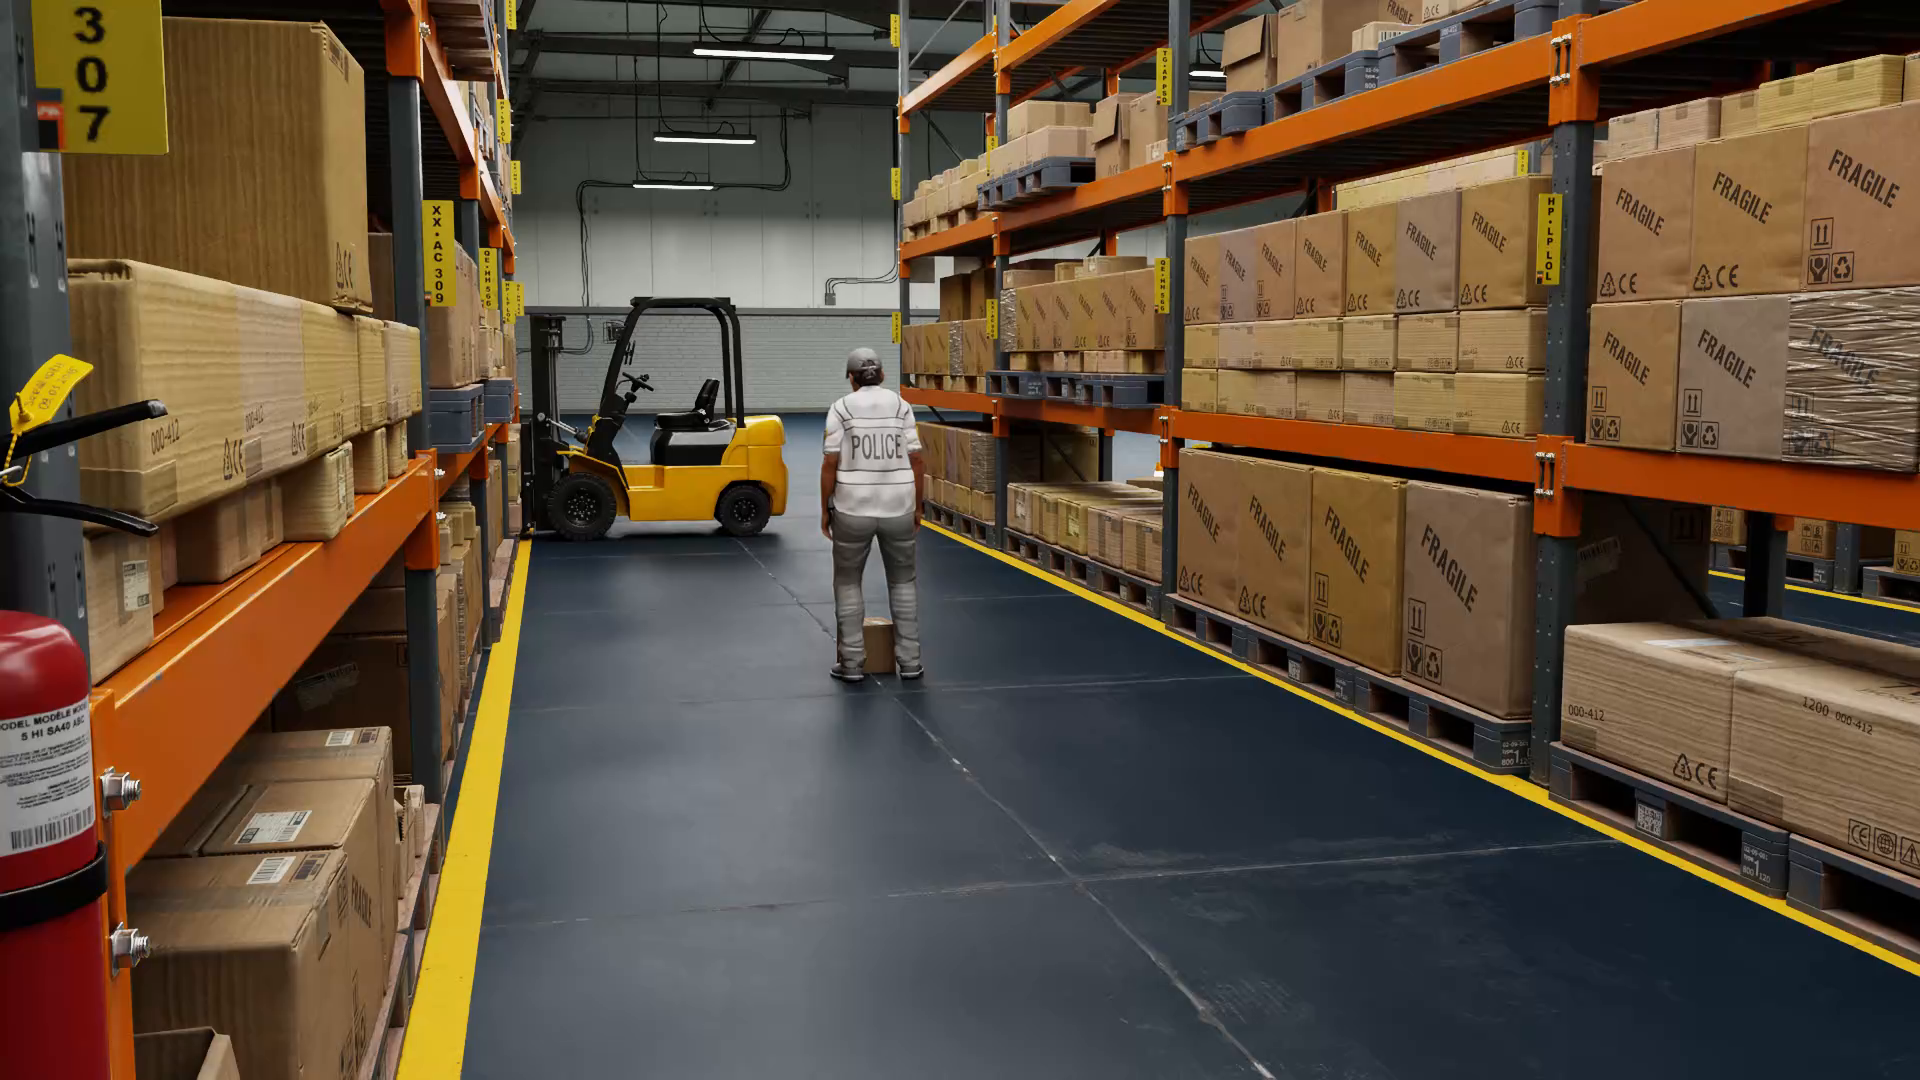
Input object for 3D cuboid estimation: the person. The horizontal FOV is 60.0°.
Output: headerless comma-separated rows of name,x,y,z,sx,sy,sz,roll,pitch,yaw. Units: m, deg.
person,-0.438,-0.133,8.370,0.543,1.666,0.457,-2,6,-14
